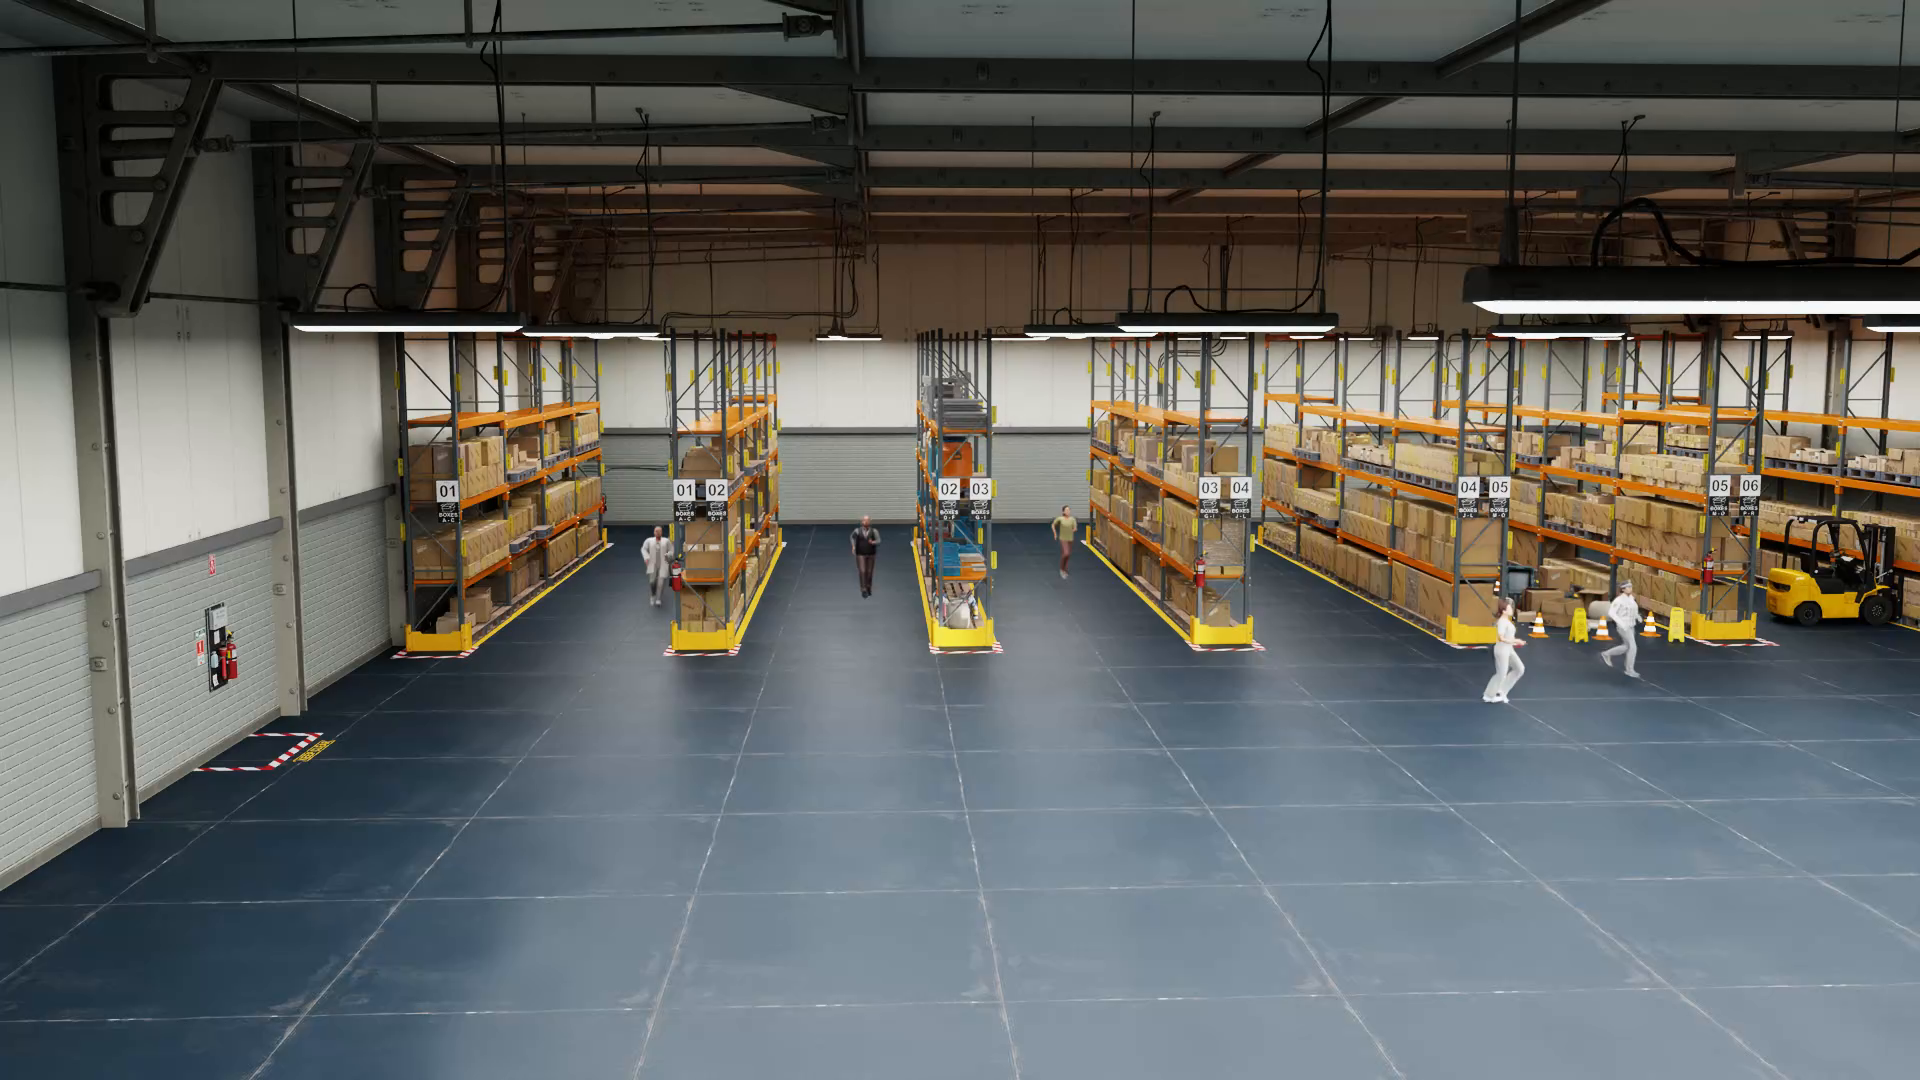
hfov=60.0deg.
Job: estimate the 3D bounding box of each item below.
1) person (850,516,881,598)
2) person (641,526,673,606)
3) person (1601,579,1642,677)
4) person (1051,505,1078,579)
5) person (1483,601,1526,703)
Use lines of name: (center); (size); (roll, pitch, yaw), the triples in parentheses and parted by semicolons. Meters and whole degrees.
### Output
person: (-2.015, 0.364, 35.729); (0.656, 1.761, 0.904); (-1, 7, -9)
person: (-6.593, 0.581, 36.260); (0.680, 1.750, 0.695); (-1, 7, -11)
person: (11.522, 1.511, 28.853); (0.612, 1.686, 0.685); (-6, 9, -41)
person: (2.480, 0.045, 38.811); (0.549, 1.708, 0.646); (-2, 7, -20)
person: (8.677, 1.791, 26.437); (0.655, 1.653, 0.540); (4, 8, 31)
